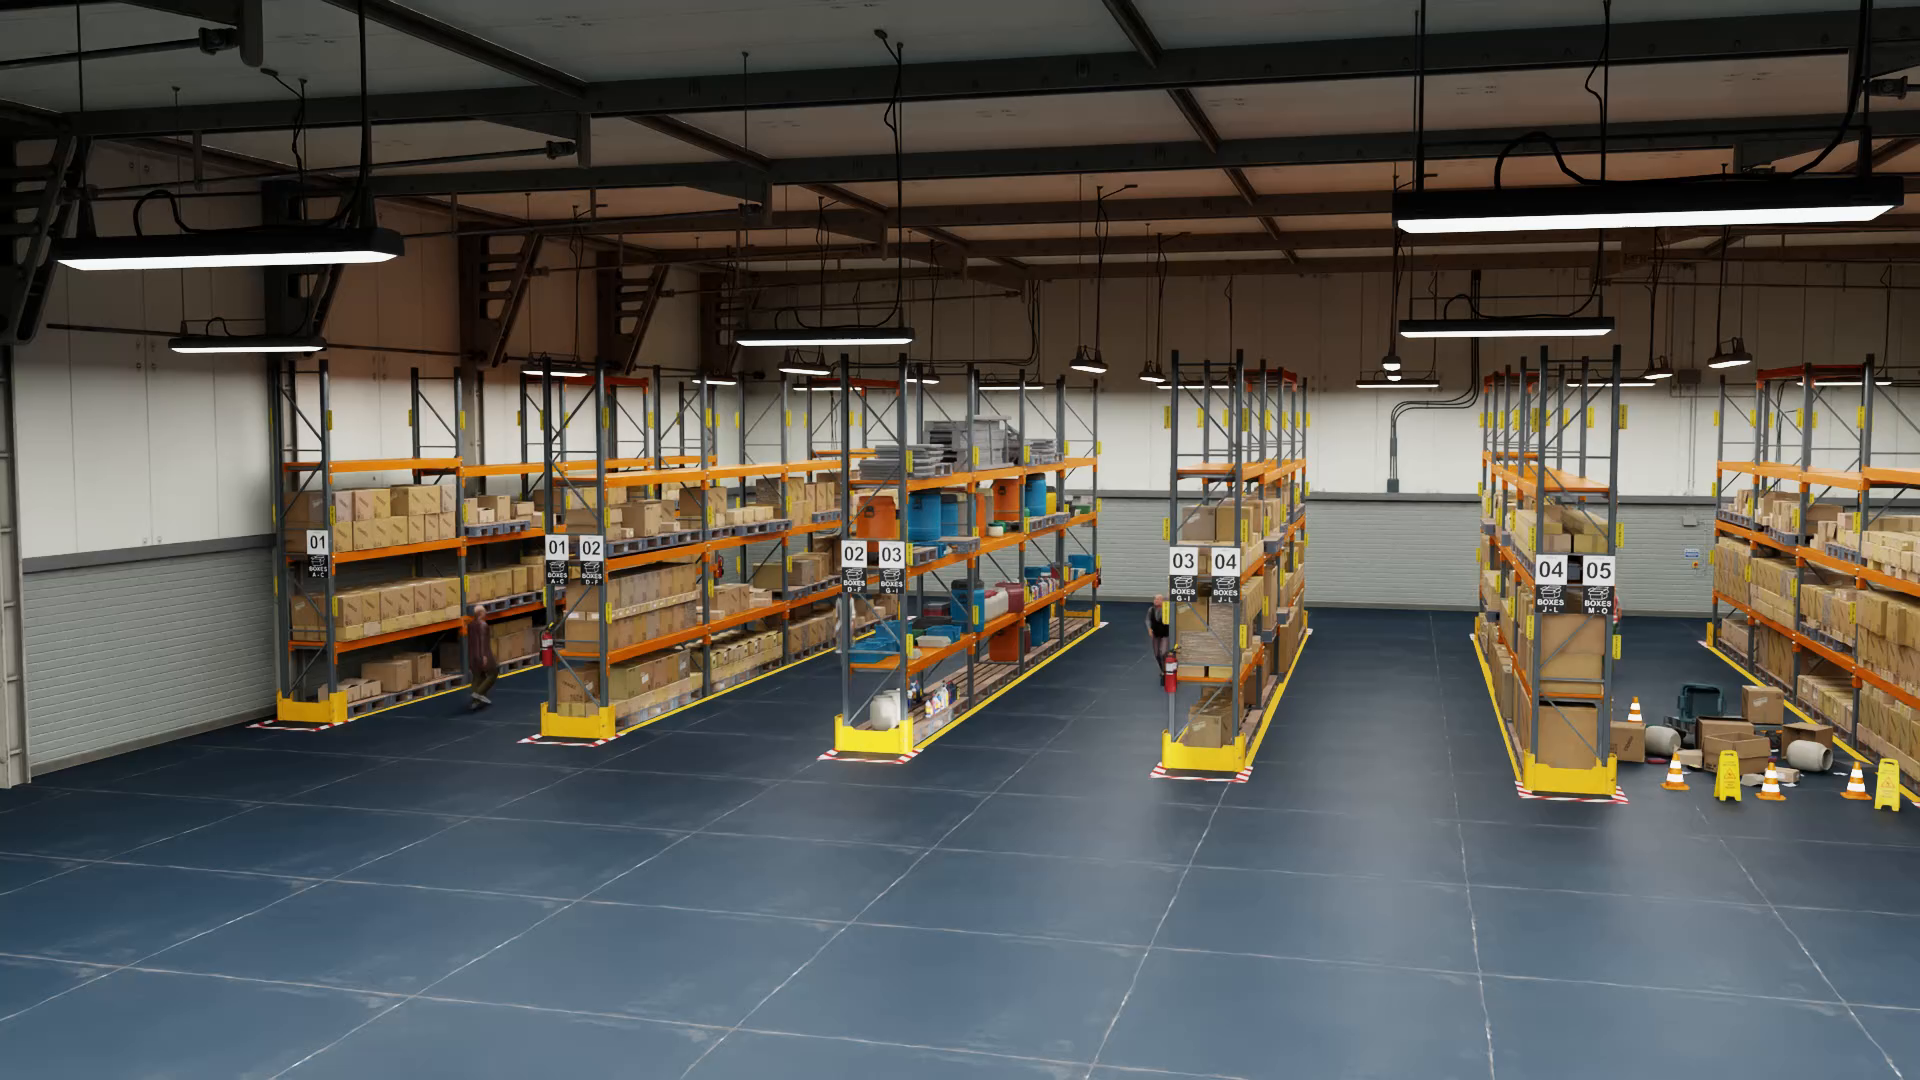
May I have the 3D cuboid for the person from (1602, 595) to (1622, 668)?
[{"bbox_3d":[13.082,1.718,33.572,0.634,1.763,0.660,-1,4,-9],"label":"person"}]

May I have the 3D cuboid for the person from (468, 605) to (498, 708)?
[{"bbox_3d":[-8.385,2.026,28.973,0.618,1.769,0.549,2,5,28],"label":"person"}]

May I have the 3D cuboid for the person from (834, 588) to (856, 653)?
[{"bbox_3d":[-2.337,1.619,33.866,0.442,1.379,0.971,1,4,9],"label":"person"}]

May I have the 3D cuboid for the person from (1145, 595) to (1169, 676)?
[{"bbox_3d":[3.957,1.860,32.355,0.704,1.635,0.716,2,4,24],"label":"person"}]
